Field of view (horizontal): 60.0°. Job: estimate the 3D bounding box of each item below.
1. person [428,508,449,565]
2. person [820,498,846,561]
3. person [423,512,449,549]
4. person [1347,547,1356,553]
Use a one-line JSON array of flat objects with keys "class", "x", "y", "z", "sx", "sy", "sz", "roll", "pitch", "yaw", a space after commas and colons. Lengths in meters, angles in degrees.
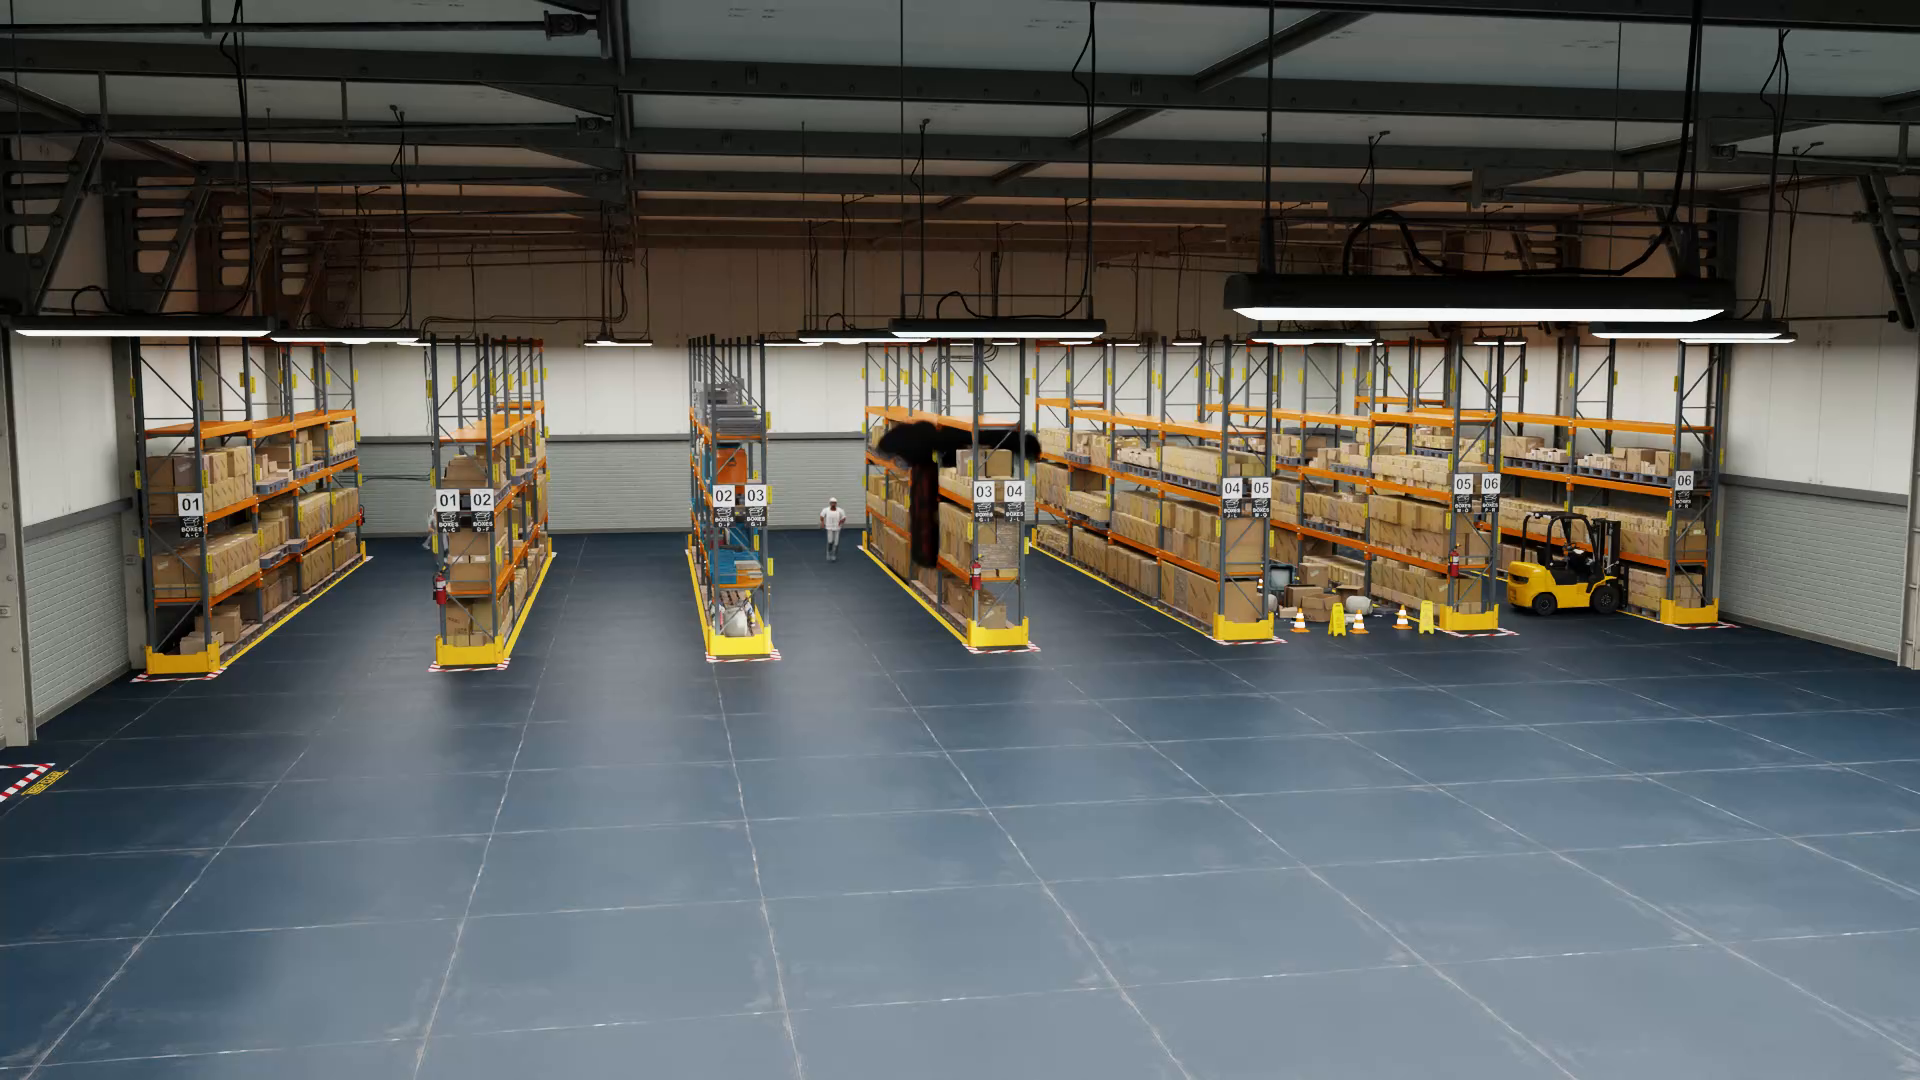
[{"class": "person", "x": -13.751, "y": -0.085, "z": 43.934, "sx": 0.570, "sy": 1.553, "sz": 0.810, "roll": -3, "pitch": 7, "yaw": -22}, {"class": "person", "x": -3.413, "y": -0.286, "z": 44.811, "sx": 0.682, "sy": 1.721, "sz": 0.642, "roll": -1, "pitch": 7, "yaw": -7}, {"class": "person", "x": -14.827, "y": -0.449, "z": 47.308, "sx": 1.002, "sy": 1.515, "sz": 0.623, "roll": 2, "pitch": 7, "yaw": 17}, {"class": "person", "x": 10.707, "y": -0.429, "z": 46.614, "sx": 0.574, "sy": 1.658, "sz": 0.956, "roll": -4, "pitch": 8, "yaw": -33}]
